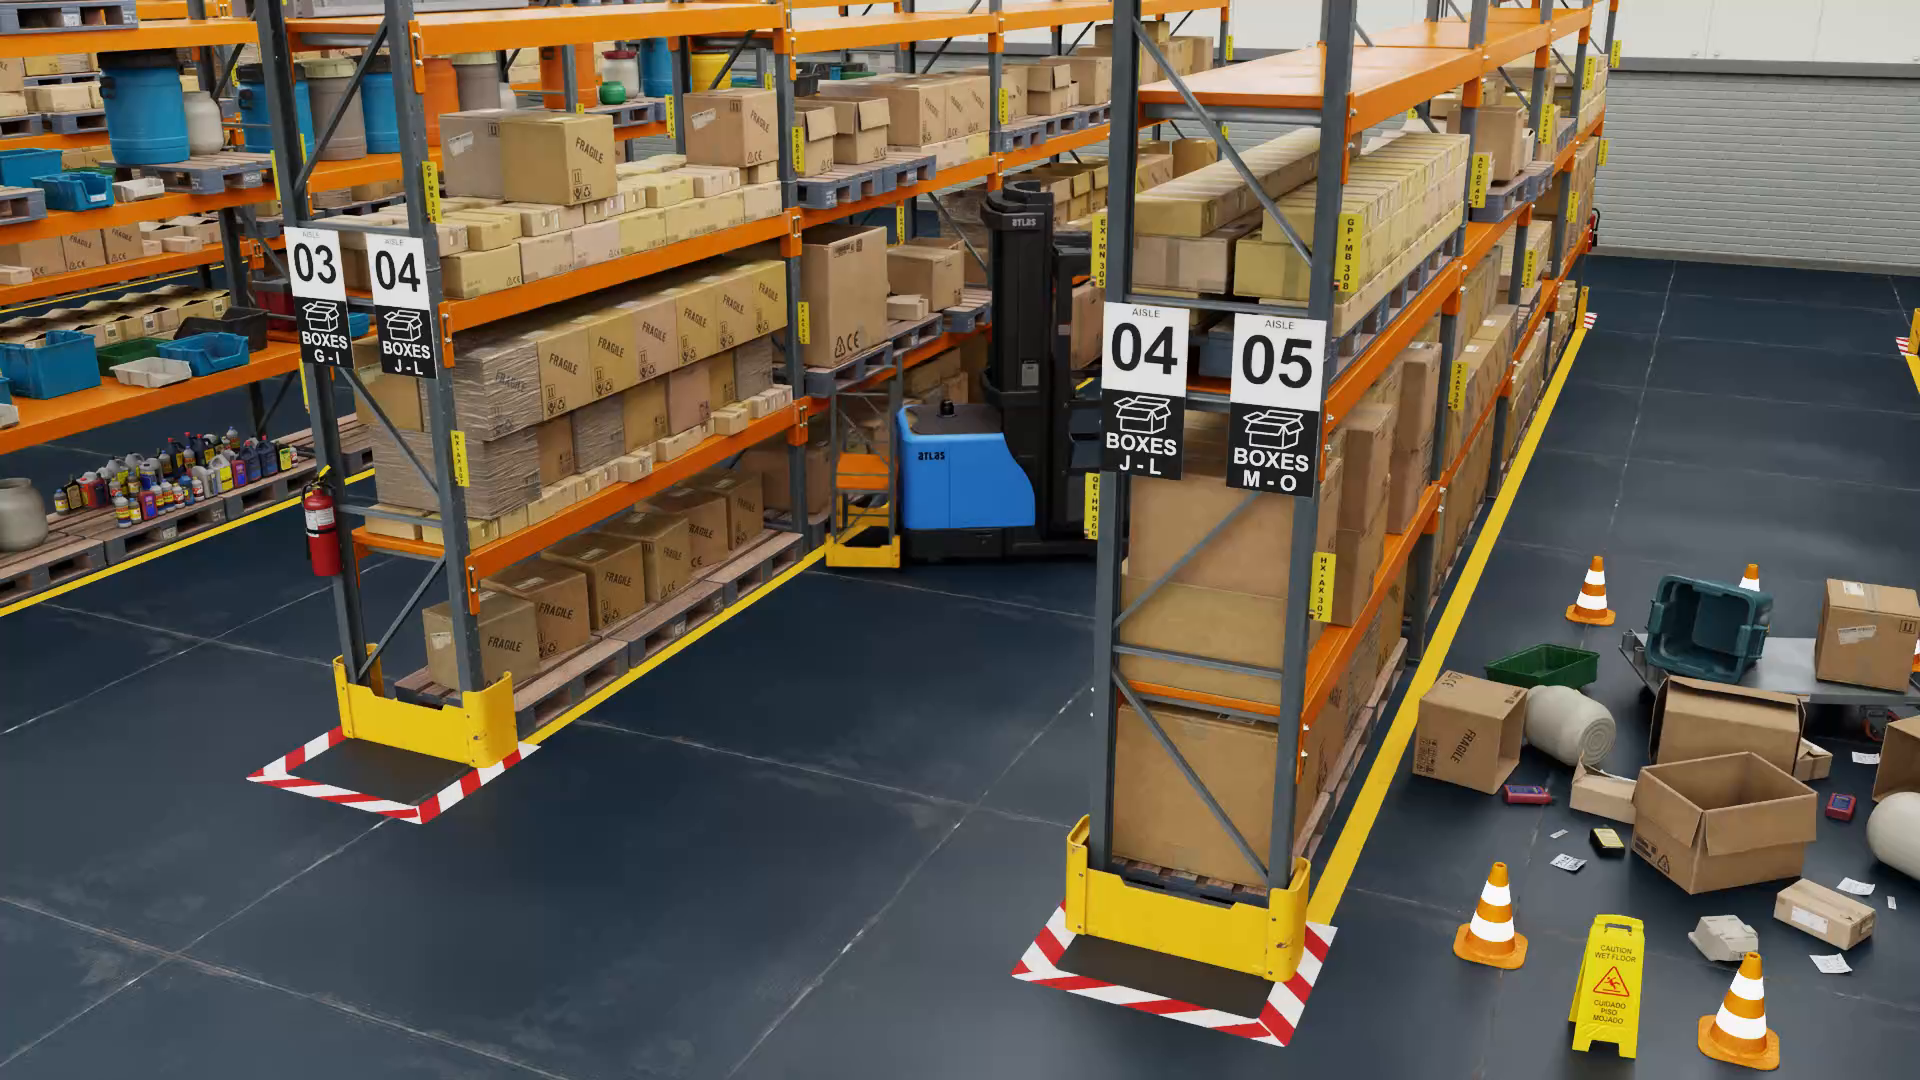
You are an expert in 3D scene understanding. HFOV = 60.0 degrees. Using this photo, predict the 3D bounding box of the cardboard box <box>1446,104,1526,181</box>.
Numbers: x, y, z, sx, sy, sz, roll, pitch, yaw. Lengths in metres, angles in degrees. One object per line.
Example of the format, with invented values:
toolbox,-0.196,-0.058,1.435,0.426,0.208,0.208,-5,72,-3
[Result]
cardboard box,3.946,-3.002,12.532,0.500,0.500,0.500,9,21,23

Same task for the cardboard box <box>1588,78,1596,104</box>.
cardboard box,6.884,-5.085,18.792,0.500,0.250,0.500,9,21,24

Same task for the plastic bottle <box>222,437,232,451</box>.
plastic bottle,-6.810,-0.855,15.417,0.097,0.201,0.097,0,20,0

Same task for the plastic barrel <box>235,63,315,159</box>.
plastic barrel,-6.227,-3.869,15.148,0.600,0.901,0.708,9,21,23

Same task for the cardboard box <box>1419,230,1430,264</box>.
cardboard box,2.387,-1.639,9.222,0.380,0.149,0.250,8,21,22

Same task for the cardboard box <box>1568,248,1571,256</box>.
cardboard box,6.950,-3.422,19.489,0.380,0.149,0.250,10,22,25

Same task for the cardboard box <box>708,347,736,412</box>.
cardboard box,-2.197,-1.265,12.457,0.875,0.500,0.500,9,21,23

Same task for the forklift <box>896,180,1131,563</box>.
forklift,1.004,-1.390,13.503,3.031,2.935,1.130,-2,20,-5

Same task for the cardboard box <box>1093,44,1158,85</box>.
cardboard box,2.047,-5.917,20.729,0.700,0.500,0.500,10,22,25

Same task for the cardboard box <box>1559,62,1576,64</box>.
cardboard box,7.058,-5.388,19.048,0.380,0.149,0.250,8,21,21

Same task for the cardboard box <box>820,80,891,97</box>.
cardboard box,-0.919,-3.856,14.963,0.500,0.500,0.500,8,21,21

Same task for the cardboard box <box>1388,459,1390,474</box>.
cardboard box,2.091,-0.280,10.055,0.875,0.550,0.550,9,21,23

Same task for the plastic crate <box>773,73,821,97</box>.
plastic crate,-2.203,-6.174,22.571,0.497,0.269,0.590,9,21,23

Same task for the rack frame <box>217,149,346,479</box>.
rack frame,-6.238,-2.035,15.213,1.000,3.000,0.127,9,21,23

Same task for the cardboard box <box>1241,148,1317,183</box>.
cardboard box,1.786,-2.105,9.344,0.380,0.149,0.250,9,21,23

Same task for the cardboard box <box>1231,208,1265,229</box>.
cardboard box,1.278,-1.489,8.207,0.500,0.250,0.500,9,21,23

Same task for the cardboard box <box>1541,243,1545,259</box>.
cardboard box,5.847,-3.004,17.243,0.380,0.149,0.250,10,22,25

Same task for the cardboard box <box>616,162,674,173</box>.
cardboard box,-2.311,-2.657,12.117,0.380,0.149,0.250,9,21,23

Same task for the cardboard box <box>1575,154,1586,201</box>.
cardboard box,6.881,-4.162,19.111,0.500,0.500,0.500,9,21,24

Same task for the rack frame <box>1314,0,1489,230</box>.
rack frame,2.765,-3.470,10.297,1.000,3.000,0.127,9,21,23

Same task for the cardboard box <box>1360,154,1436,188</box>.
cardboard box,2.388,-2.018,9.099,0.380,0.149,0.250,8,21,22

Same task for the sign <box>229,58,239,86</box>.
sign,-8.614,-5.554,19.742,0.100,0.325,0.005,9,21,23

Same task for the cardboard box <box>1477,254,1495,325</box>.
cardboard box,4.004,-2.094,13.739,0.700,0.500,0.500,8,21,22

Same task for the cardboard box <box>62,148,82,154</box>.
cardboard box,-12.796,-5.588,23.463,0.500,0.250,0.500,9,21,23

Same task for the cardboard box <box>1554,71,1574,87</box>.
cardboard box,6.381,-4.911,17.707,0.380,0.149,0.250,8,21,22

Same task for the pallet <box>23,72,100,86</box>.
pallet,-12.967,-6.488,23.539,1.003,0.211,1.213,10,22,25

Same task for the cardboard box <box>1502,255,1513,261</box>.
cardboard box,5.090,-2.579,15.603,0.380,0.149,0.250,8,21,20

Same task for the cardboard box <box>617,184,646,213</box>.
cardboard box,-2.314,-2.273,11.035,0.380,0.149,0.250,8,21,21

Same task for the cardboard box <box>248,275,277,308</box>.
cardboard box,-8.670,-3.068,21.192,0.500,0.500,0.500,10,22,25

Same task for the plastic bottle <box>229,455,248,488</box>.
plastic bottle,-6.346,-0.612,14.609,0.061,0.283,0.133,10,22,26

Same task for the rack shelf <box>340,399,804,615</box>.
rack shelf,-2.538,-0.405,11.704,1.077,0.370,4.000,9,21,23

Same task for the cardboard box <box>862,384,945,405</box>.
cardboard box,-0.553,-1.229,16.021,0.700,0.500,0.500,7,21,18

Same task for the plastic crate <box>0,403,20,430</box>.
plastic crate,-7.216,-0.917,12.464,0.298,0.136,0.250,9,21,23

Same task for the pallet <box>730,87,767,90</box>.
pallet,-3.194,-5.552,20.908,1.213,0.211,1.003,9,21,23

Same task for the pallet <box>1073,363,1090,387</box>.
pallet,0.812,-1.866,18.902,1.003,0.211,1.213,9,21,23

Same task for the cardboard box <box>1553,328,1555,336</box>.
cardboard box,6.817,-2.483,19.658,0.380,0.149,0.250,10,22,25

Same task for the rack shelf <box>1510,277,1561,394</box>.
rack shelf,5.222,-2.139,16.580,1.077,0.370,4.000,9,21,23

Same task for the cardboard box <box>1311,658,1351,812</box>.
cardboard box,1.703,0.897,9.515,0.875,0.875,0.875,8,21,22

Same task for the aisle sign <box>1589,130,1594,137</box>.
aisle sign,7.982,-5.518,21.128,0.394,0.787,0.004,9,21,23

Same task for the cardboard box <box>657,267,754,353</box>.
cardboard box,-1.856,-1.685,12.145,0.500,0.500,0.500,9,21,23

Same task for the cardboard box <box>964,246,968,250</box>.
cardboard box,-0.105,-2.810,17.244,0.500,0.500,0.500,9,22,24

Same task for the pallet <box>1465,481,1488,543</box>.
pallet,4.011,-0.322,14.559,1.003,0.211,1.213,9,21,23

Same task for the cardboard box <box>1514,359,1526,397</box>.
cardboard box,5.114,-1.572,15.898,0.500,0.250,0.500,8,21,22

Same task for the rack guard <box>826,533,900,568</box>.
rack guard,-0.767,0.083,13.172,0.587,0.250,0.087,1,18,1

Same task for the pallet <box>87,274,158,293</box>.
pallet,-12.745,-3.905,24.635,1.003,0.211,1.213,9,21,23

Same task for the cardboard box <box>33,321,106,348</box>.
cardboard box,-9.938,-2.285,18.557,0.500,0.311,0.500,8,21,21

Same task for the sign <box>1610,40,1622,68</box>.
sign,8.177,-6.060,20.735,0.100,0.325,0.005,9,21,23

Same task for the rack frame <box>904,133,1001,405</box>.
rack frame,-0.081,-2.578,16.741,1.000,3.000,0.127,9,21,23

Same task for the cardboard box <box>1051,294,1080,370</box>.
cardboard box,0.593,-2.254,18.375,1.225,0.875,0.875,9,21,23

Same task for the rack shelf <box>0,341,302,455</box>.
rack shelf,-7.057,-1.084,13.615,1.077,0.370,4.000,9,21,23

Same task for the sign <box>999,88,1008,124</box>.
sign,0.413,-4.160,15.940,0.100,0.325,0.005,9,21,23

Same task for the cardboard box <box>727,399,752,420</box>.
cardboard box,-1.807,-0.987,12.643,0.380,0.149,0.250,9,21,23

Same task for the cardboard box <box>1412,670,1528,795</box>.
cardboard box,3.065,1.148,9.990,0.500,0.500,0.500,13,23,32

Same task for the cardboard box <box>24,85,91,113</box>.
cardboard box,-9.916,-4.832,18.200,0.500,0.250,0.500,7,21,18

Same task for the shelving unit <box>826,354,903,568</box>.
shelving unit,-0.746,-0.666,13.450,0.587,1.500,1.083,1,18,1

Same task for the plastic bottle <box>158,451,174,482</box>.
plastic bottle,-7.050,-0.659,14.760,0.097,0.271,0.097,0,20,0

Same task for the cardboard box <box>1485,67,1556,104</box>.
cardboard box,5.785,-4.647,17.306,0.700,0.500,0.500,9,21,23
